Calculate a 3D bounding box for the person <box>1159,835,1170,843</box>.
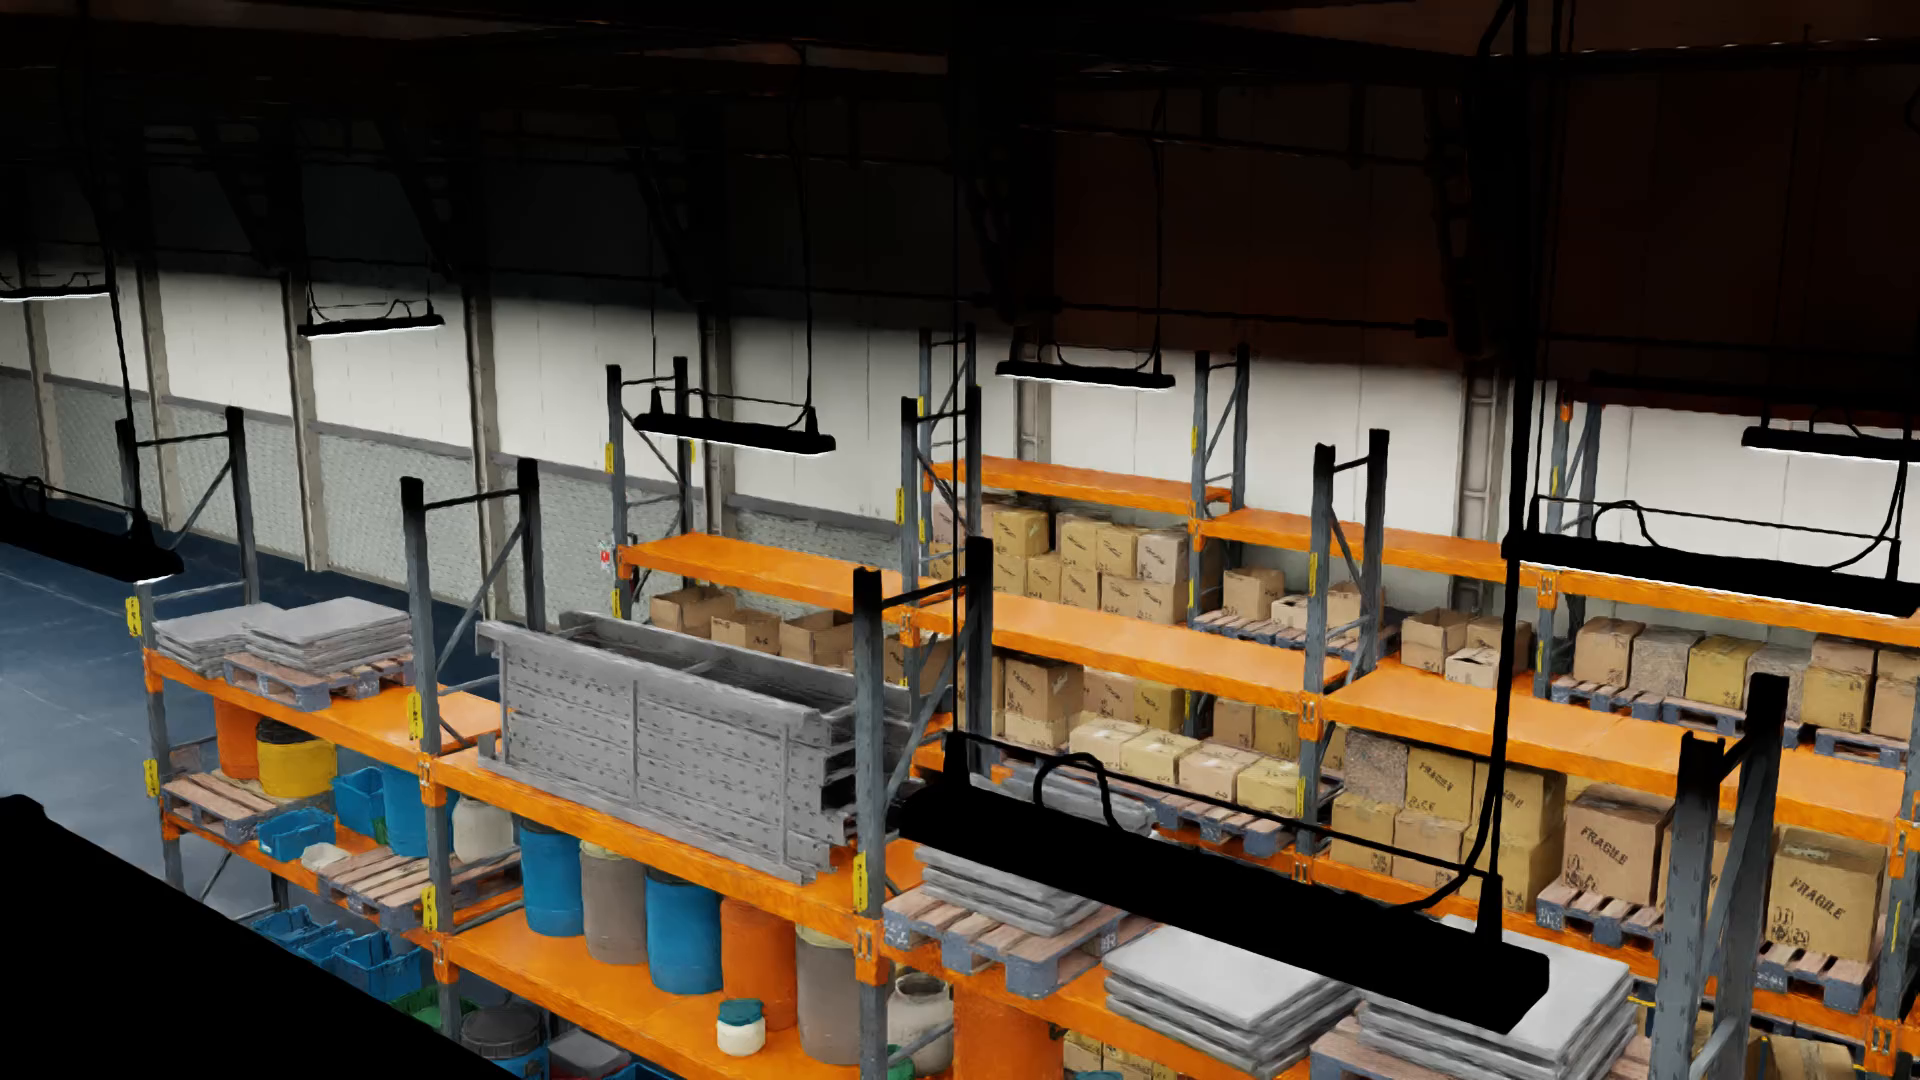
[{"bbox_3d":[2.118,3.178,18.527,0.526,1.737,0.371,3,13,11],"label":"person"}]
